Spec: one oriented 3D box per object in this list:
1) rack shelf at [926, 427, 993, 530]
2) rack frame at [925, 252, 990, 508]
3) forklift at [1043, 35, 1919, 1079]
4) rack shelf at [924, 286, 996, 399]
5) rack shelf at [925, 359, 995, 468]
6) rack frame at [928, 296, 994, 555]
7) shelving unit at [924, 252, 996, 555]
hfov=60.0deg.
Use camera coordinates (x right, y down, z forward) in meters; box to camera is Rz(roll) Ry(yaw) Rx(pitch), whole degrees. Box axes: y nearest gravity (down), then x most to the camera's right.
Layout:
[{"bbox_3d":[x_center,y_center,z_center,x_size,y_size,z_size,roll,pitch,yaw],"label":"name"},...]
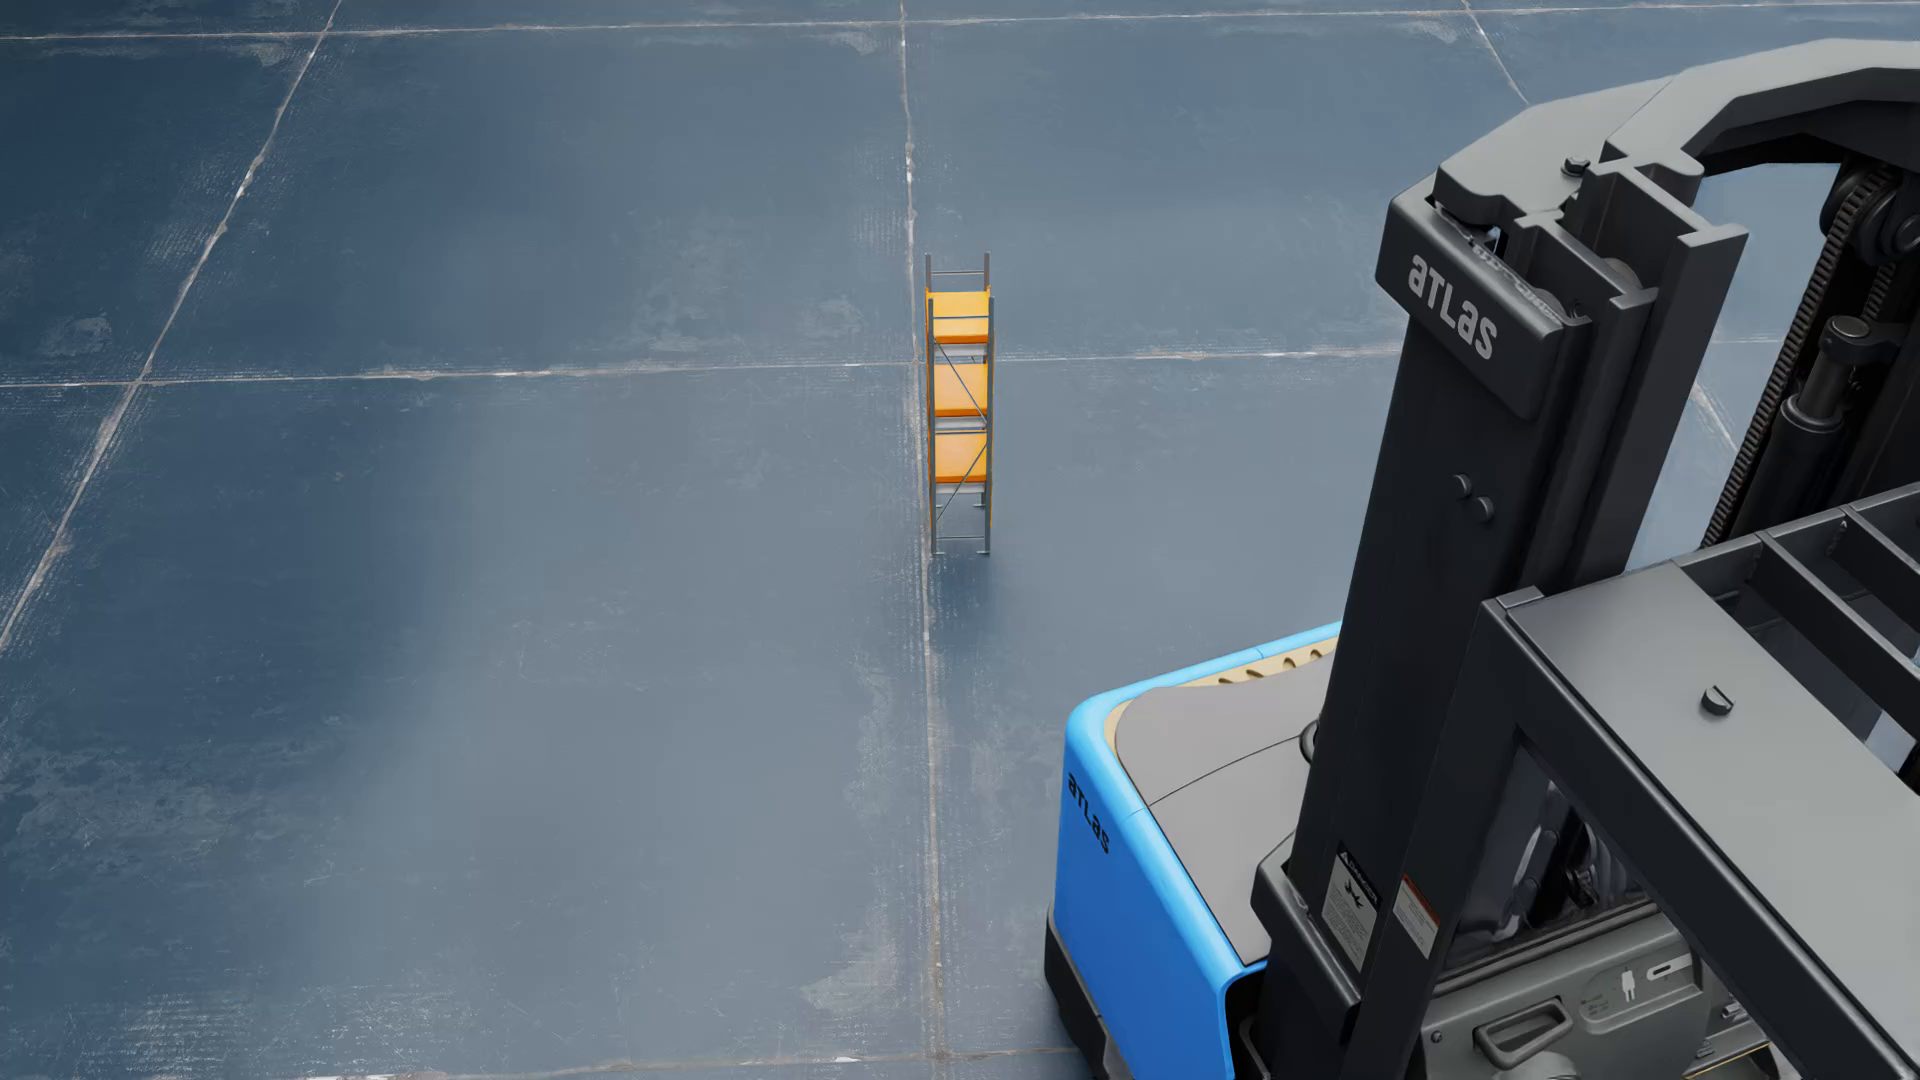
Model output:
[{"bbox_3d":[-0.002,-0.210,5.630,0.215,0.259,0.240,-2,43,-2],"label":"rack shelf"},{"bbox_3d":[-0.007,-0.506,5.525,0.200,1.050,0.008,-2,43,-2],"label":"rack frame"},{"bbox_3d":[1.236,0.881,2.619,1.130,2.935,3.031,-15,45,-16],"label":"forklift"},{"bbox_3d":[-0.002,-0.625,5.250,0.215,0.259,0.240,-2,43,-2],"label":"rack shelf"},{"bbox_3d":[-0.002,-0.415,5.442,0.215,0.259,0.240,-2,43,-2],"label":"rack shelf"},{"bbox_3d":[0.003,-0.341,5.345,0.200,1.050,0.008,-2,43,-2],"label":"rack frame"},{"bbox_3d":[-0.002,-0.423,5.435,0.215,1.050,0.252,-2,43,-2],"label":"shelving unit"}]
